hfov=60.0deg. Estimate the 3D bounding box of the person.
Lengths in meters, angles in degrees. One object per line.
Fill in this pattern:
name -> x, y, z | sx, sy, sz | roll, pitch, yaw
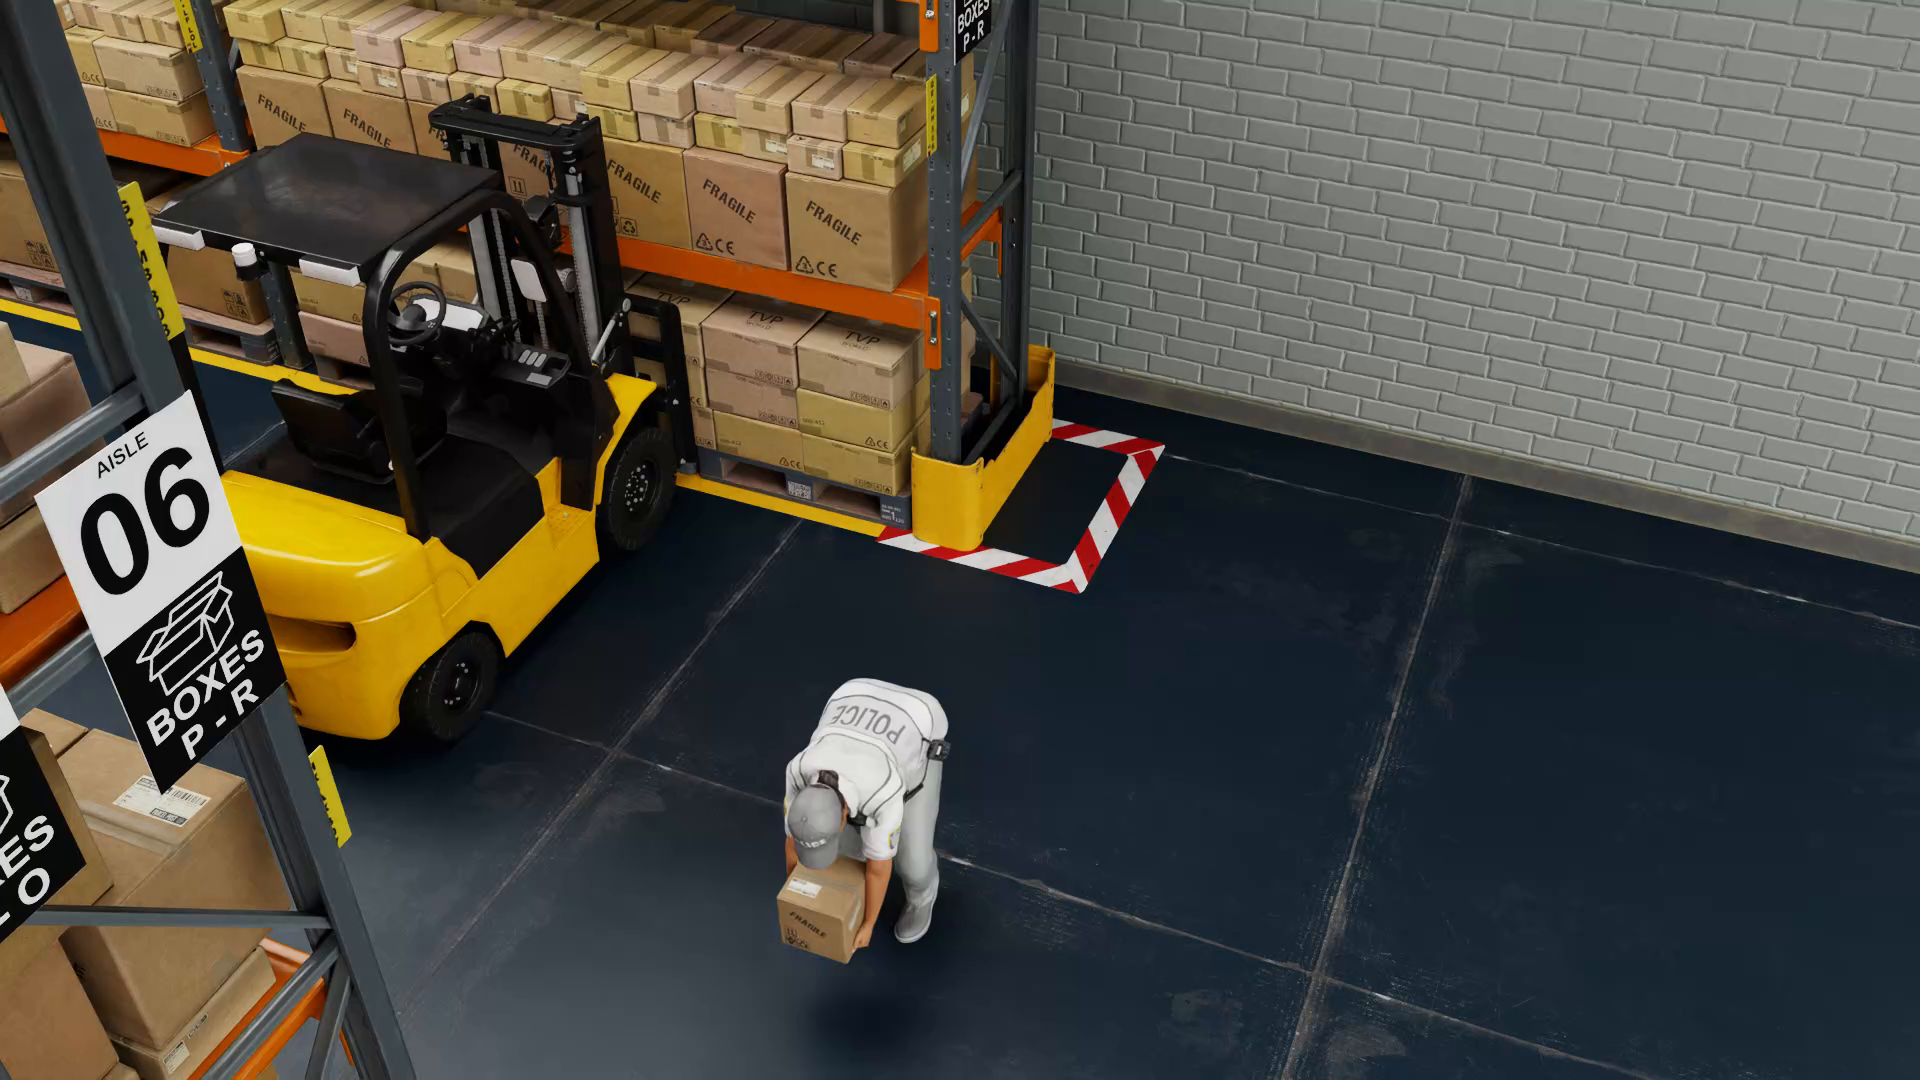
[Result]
person -> -0.312, 0.963, 5.985 | 0.495, 1.029, 0.683 | 12, 39, 16
